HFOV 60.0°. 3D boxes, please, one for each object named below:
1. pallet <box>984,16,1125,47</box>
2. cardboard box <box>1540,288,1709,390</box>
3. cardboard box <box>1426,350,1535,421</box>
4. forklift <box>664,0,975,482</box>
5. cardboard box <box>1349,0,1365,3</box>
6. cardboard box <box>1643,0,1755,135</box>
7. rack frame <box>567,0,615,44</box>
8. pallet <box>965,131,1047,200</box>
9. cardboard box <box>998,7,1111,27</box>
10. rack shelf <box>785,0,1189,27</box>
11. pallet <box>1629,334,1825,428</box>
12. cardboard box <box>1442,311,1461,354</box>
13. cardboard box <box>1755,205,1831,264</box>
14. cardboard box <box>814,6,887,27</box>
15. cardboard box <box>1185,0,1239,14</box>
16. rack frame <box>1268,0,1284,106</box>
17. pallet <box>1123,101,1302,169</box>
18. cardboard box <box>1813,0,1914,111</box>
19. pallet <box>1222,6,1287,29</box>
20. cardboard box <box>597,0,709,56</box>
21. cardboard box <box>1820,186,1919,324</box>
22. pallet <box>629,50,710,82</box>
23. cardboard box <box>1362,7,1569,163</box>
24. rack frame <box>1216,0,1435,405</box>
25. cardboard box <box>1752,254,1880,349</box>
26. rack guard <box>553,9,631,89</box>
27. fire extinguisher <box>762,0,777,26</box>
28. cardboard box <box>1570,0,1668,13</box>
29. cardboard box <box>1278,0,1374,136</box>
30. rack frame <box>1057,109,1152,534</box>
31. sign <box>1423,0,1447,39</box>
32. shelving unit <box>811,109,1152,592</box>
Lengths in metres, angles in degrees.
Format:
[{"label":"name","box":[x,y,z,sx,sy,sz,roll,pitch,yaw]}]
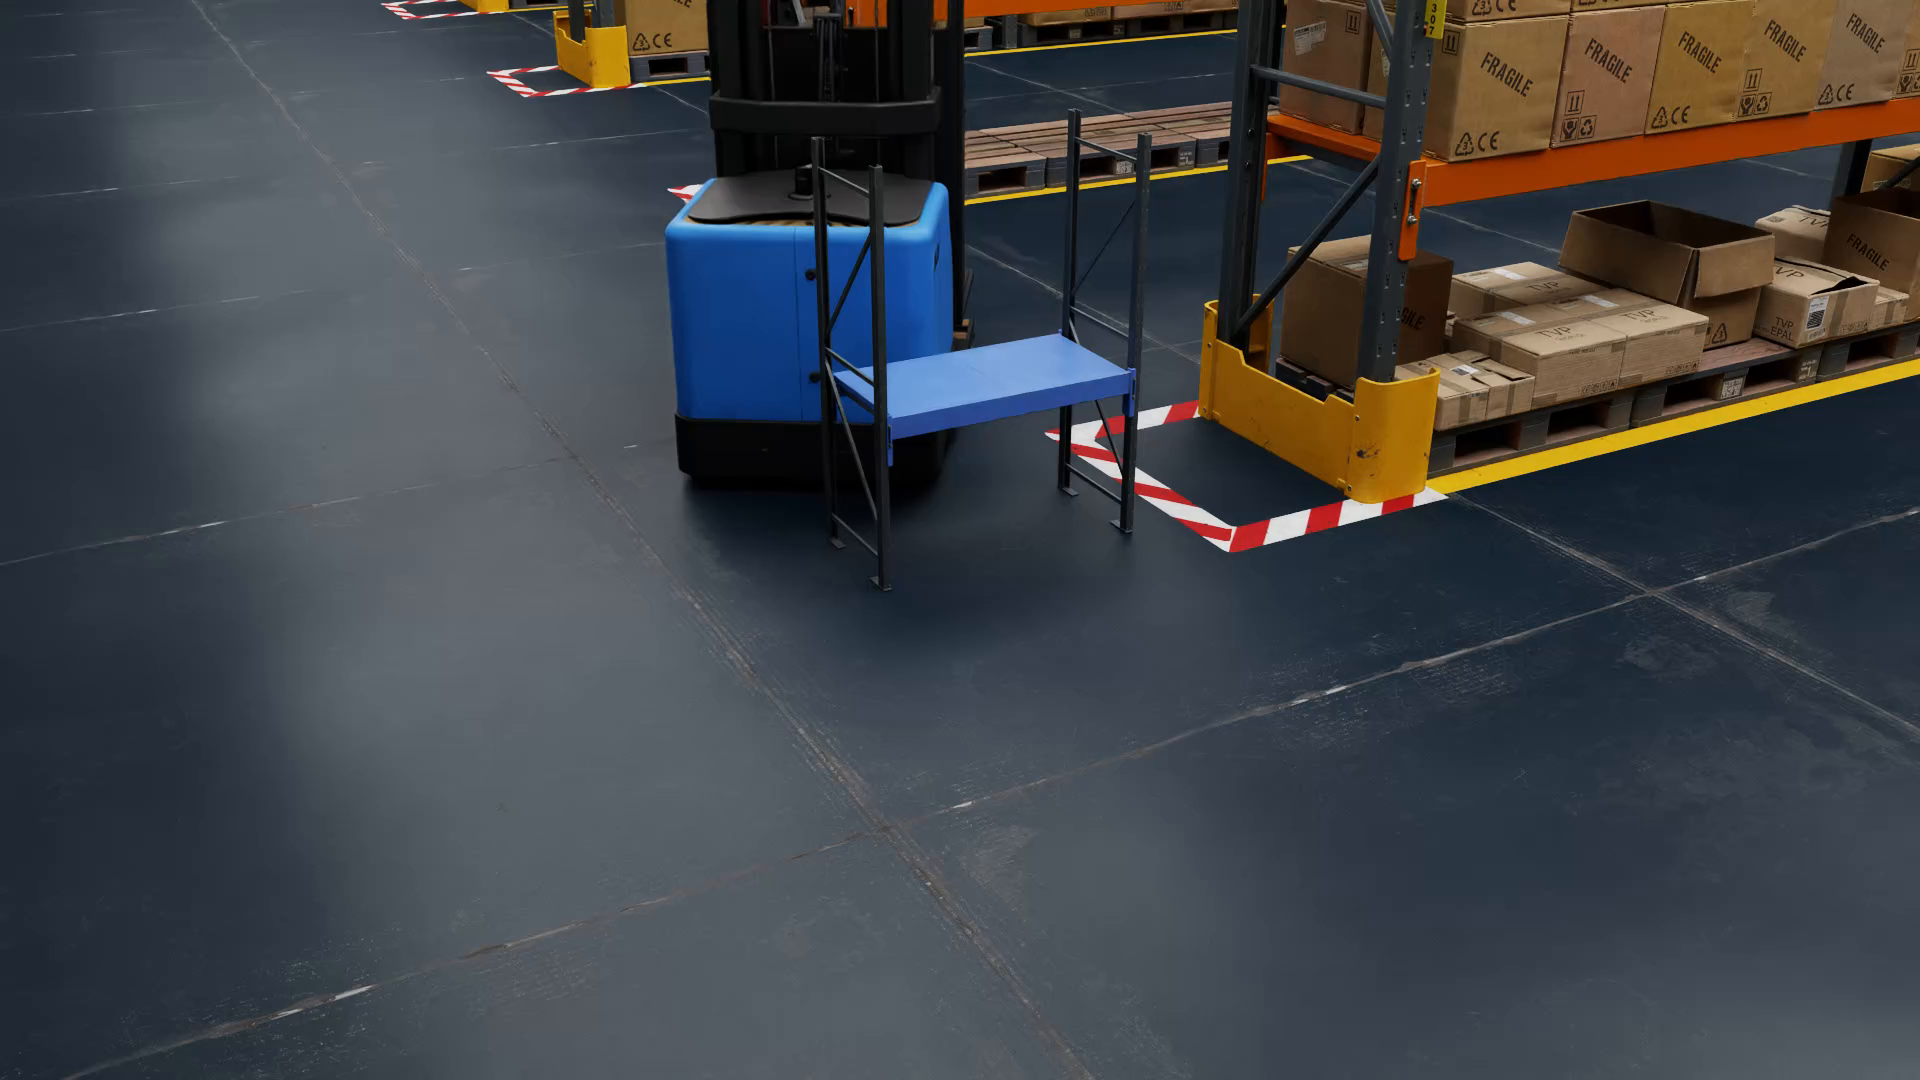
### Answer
[{"label":"pallet","box":[0.916,-5.254,16.949,1.213,0.211,1.003,-13,29,-25]},{"label":"cardboard box","box":[2.895,-0.891,7.309,0.500,0.250,0.500,-13,29,-25]},{"label":"cardboard box","box":[2.151,-0.652,6.908,0.250,0.166,0.380,-13,29,-25]},{"label":"forklift","box":[-0.508,-2.151,7.343,1.130,2.935,3.031,2,26,4]},{"label":"cardboard box","box":[1.662,-2.418,6.549,0.500,0.500,0.500,-13,29,-26]},{"label":"cardboard box","box":[2.811,-1.969,6.770,0.500,0.500,0.500,-13,29,-25]},{"label":"rack frame","box":[-3.259,-5.510,14.261,0.127,3.000,1.000,-13,29,-25]},{"label":"pallet","box":[-0.183,-2.515,11.244,1.213,0.211,1.003,-13,29,-25]},{"label":"cardboard box","box":[0.825,-5.695,16.615,0.875,0.875,1.225,-13,29,-25]},{"label":"rack shelf","box":[0.836,-3.702,11.326,4.000,0.370,1.077,-13,29,-25]},{"label":"pallet","box":[3.244,-0.894,7.869,1.213,0.211,1.003,-13,29,-25]},{"label":"cardboard box","box":[2.162,-0.900,7.425,0.250,0.166,0.380,-13,29,-25]},{"label":"cardboard box","box":[4.456,-1.524,8.557,0.500,0.311,0.500,-13,29,-25]},{"label":"cardboard box","box":[-1.144,-5.269,15.729,0.875,0.875,0.875,-13,29,-25]},{"label":"cardboard box","box":[2.391,-6.060,17.376,0.875,0.875,1.225,-13,29,-25]},{"label":"rack frame","box":[2.601,-4.433,12.018,0.127,3.000,1.000,-13,29,-25]},{"label":"pallet","box":[1.970,-3.012,12.279,1.213,0.211,1.003,-13,29,-25]},{"label":"cardboard box","box":[3.702,-2.175,7.199,0.500,0.500,0.500,-12,28,-24]},{"label":"pallet","box":[3.068,-5.751,17.984,1.213,0.211,1.003,-13,29,-25]},{"label":"cardboard box","box":[-2.732,-4.903,14.965,0.875,0.875,0.875,-13,29,-25]},{"label":"cardboard box","box":[4.559,-1.388,8.055,0.500,0.500,0.500,-13,29,-25]},{"label":"pallet","box":[-2.591,-4.446,15.266,1.213,0.211,1.003,-13,29,-25]},{"label":"cardboard box","box":[1.915,-1.761,6.337,0.500,0.500,0.500,-12,28,-24]},{"label":"rack frame","box":[1.399,-1.726,6.380,0.127,3.000,1.000,-13,29,-25]},{"label":"cardboard box","box":[3.897,-1.150,7.778,0.500,0.311,0.500,-13,29,-25]},{"label":"rack guard","box":[-3.281,-4.379,14.792,0.348,0.500,1.175,-13,29,-25]},{"label":"fire extinguisher","box":[-1.276,-3.559,10.717,0.183,0.674,0.296,-13,29,-25]},{"label":"cardboard box","box":[2.372,-2.321,6.348,0.500,0.500,0.500,-13,28,-25]},{"label":"cardboard box","box":[1.666,-1.967,6.765,0.500,0.500,0.500,-12,28,-24]},{"label":"rack frame","box":[0.524,-0.797,6.177,0.032,1.500,0.500,-13,29,-25]},{"label":"sign","box":[1.654,-1.909,5.761,0.005,0.325,0.100,-13,29,-25]},{"label":"shelving unit","box":[0.075,-0.693,5.962,1.048,1.500,0.538,-13,29,-25]}]
